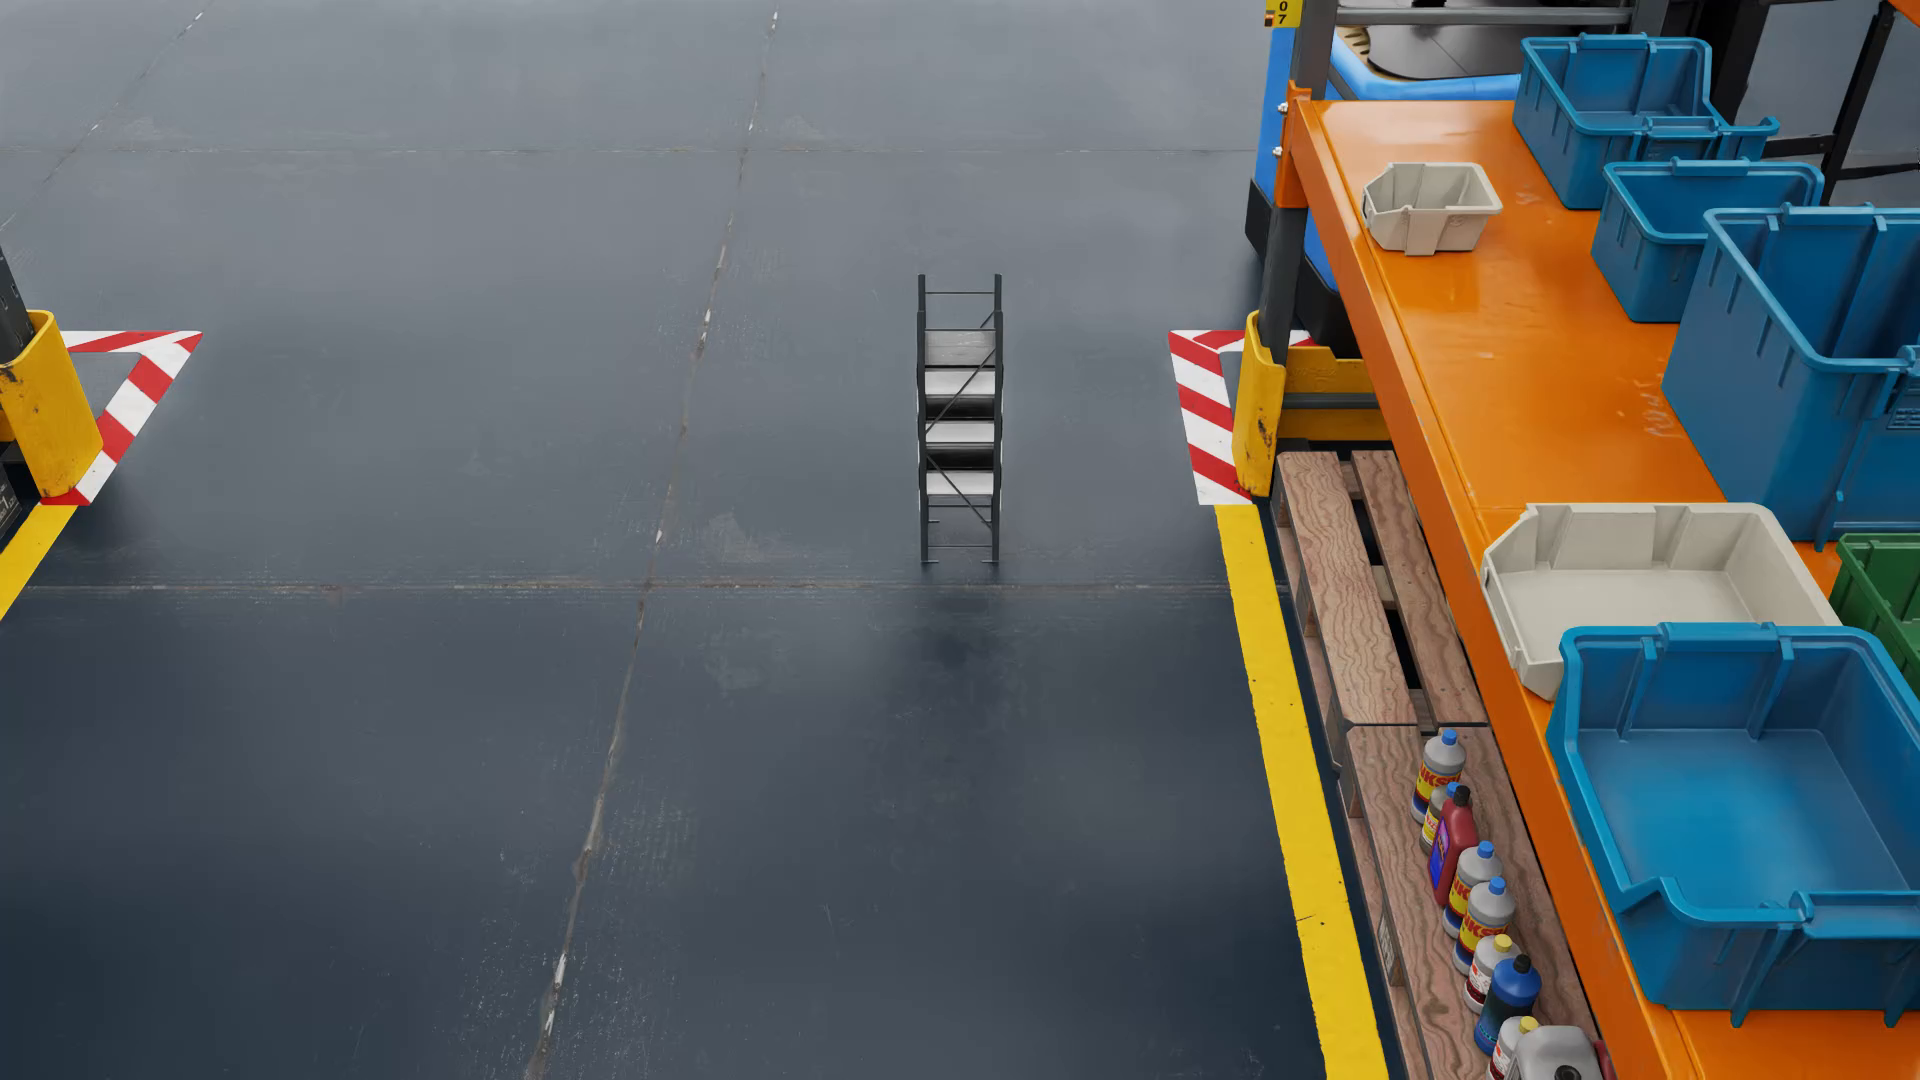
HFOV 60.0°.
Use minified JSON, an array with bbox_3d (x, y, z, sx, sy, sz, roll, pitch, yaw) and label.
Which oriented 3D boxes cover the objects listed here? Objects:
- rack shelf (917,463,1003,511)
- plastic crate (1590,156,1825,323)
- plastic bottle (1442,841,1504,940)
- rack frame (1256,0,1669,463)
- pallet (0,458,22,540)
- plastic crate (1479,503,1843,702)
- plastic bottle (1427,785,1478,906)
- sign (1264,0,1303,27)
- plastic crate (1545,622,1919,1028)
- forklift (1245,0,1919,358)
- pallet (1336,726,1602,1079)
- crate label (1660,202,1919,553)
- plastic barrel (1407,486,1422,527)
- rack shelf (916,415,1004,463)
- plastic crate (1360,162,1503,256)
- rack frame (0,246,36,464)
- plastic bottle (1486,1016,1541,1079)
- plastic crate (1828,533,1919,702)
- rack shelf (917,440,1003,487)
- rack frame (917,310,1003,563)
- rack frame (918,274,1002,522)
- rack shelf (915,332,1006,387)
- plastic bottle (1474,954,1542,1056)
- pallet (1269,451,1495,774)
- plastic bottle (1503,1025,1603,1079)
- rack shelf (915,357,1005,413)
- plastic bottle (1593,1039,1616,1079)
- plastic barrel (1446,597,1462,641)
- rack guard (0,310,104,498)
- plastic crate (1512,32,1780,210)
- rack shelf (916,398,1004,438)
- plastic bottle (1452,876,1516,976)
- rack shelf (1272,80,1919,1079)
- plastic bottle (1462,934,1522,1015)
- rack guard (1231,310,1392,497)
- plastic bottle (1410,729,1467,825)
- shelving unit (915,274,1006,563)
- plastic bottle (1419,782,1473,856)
[{"bbox_3d":[0.000,-0.180,5.096,0.258,0.077,0.200,0,39,0],"label":"rack shelf"},{"bbox_3d":[1.754,-0.690,3.832,0.499,0.251,0.408,0,39,0],"label":"plastic crate"},{"bbox_3d":[1.150,0.774,3.715,0.097,0.271,0.097,0,39,0],"label":"plastic bottle"},{"bbox_3d":[1.459,-1.467,4.682,1.000,3.000,0.127,0,39,0],"label":"rack frame"},{"bbox_3d":[-3.528,0.180,4.856,1.003,0.211,1.213,0,39,0],"label":"pallet"},{"bbox_3d":[1.209,0.122,2.910,0.530,0.136,0.437,0,39,0],"label":"plastic crate"},{"bbox_3d":[1.132,0.697,3.802,0.061,0.283,0.133,1,39,1],"label":"plastic bottle"},{"bbox_3d":[0.909,-1.577,4.598,0.100,0.325,0.005,0,39,0],"label":"sign"},{"bbox_3d":[1.191,0.400,2.471,0.499,0.251,0.616,0,39,0],"label":"plastic crate"},{"bbox_3d":[2.708,-2.214,5.669,3.031,2.935,1.130,-6,39,-8],"label":"forklift"},{"bbox_3d":[1.500,0.938,3.911,1.003,0.211,1.213,0,39,0],"label":"pallet"},{"bbox_3d":[1.732,-0.330,3.235,0.502,0.435,0.616,0,39,0],"label":"crate label"},{"bbox_3d":[1.536,-0.249,4.815,0.421,0.512,0.421,0,39,0],"label":"plastic barrel"},{"bbox_3d":[0.000,-0.320,4.983,0.258,0.077,0.200,0,39,0],"label":"rack shelf"},{"bbox_3d":[1.138,-0.804,4.066,0.298,0.136,0.250,0,39,0],"label":"plastic crate"},{"bbox_3d":[-3.494,-1.464,4.678,1.000,3.000,0.127,0,39,0],"label":"rack frame"},{"bbox_3d":[1.151,1.055,3.421,0.097,0.201,0.097,0,39,0],"label":"plastic bottle"},{"bbox_3d":[1.745,0.268,2.687,0.450,0.188,0.662,0,39,0],"label":"plastic crate"},{"bbox_3d":[0.000,-0.250,5.039,0.258,0.077,0.200,0,39,0],"label":"rack shelf"},{"bbox_3d":[0.000,-0.282,4.883,0.240,0.900,0.006,0,39,0],"label":"rack frame"},{"bbox_3d":[0.000,-0.410,5.042,0.240,0.900,0.006,0,39,0],"label":"rack frame"},{"bbox_3d":[0.000,-0.531,4.814,0.258,0.077,0.200,0,39,0],"label":"rack shelf"},{"bbox_3d":[1.150,0.963,3.479,0.097,0.271,0.097,0,39,0],"label":"plastic bottle"},{"bbox_3d":[1.502,0.177,4.861,1.003,0.211,1.213,0,39,0],"label":"pallet"},{"bbox_3d":[1.178,1.099,3.306,0.152,0.276,0.135,1,39,1],"label":"plastic bottle"},{"bbox_3d":[0.000,-0.461,4.871,0.258,0.077,0.200,0,39,0],"label":"rack shelf"},{"bbox_3d":[1.285,1.096,3.304,0.061,0.283,0.133,0,39,0],"label":"plastic bottle"},{"bbox_3d":[1.537,0.065,4.424,0.421,0.512,0.421,0,39,0],"label":"plastic barrel"},{"bbox_3d":[-3.494,-0.441,5.400,1.175,0.500,0.348,0,39,0],"label":"rack guard"},{"bbox_3d":[1.759,-1.096,4.338,0.499,0.251,0.616,0,39,0],"label":"plastic crate"},{"bbox_3d":[0.000,-0.390,4.927,0.258,0.077,0.200,0,39,0],"label":"rack shelf"},{"bbox_3d":[1.150,0.837,3.637,0.097,0.271,0.097,0,39,0],"label":"plastic bottle"},{"bbox_3d":[1.462,0.064,3.346,1.077,0.370,4.000,0,39,0],"label":"rack shelf"},{"bbox_3d":[1.150,0.926,3.582,0.097,0.201,0.097,0,39,0],"label":"plastic bottle"},{"bbox_3d":[1.506,-0.444,5.405,1.175,0.500,0.348,0,39,0],"label":"rack guard"},{"bbox_3d":[1.150,0.560,3.983,0.097,0.271,0.097,0,39,0],"label":"plastic bottle"},{"bbox_3d":[0.000,-0.346,4.962,0.258,0.900,0.210,0,39,0],"label":"shelving unit"},{"bbox_3d":[1.150,0.652,3.924,0.097,0.201,0.097,0,39,0],"label":"plastic bottle"}]
